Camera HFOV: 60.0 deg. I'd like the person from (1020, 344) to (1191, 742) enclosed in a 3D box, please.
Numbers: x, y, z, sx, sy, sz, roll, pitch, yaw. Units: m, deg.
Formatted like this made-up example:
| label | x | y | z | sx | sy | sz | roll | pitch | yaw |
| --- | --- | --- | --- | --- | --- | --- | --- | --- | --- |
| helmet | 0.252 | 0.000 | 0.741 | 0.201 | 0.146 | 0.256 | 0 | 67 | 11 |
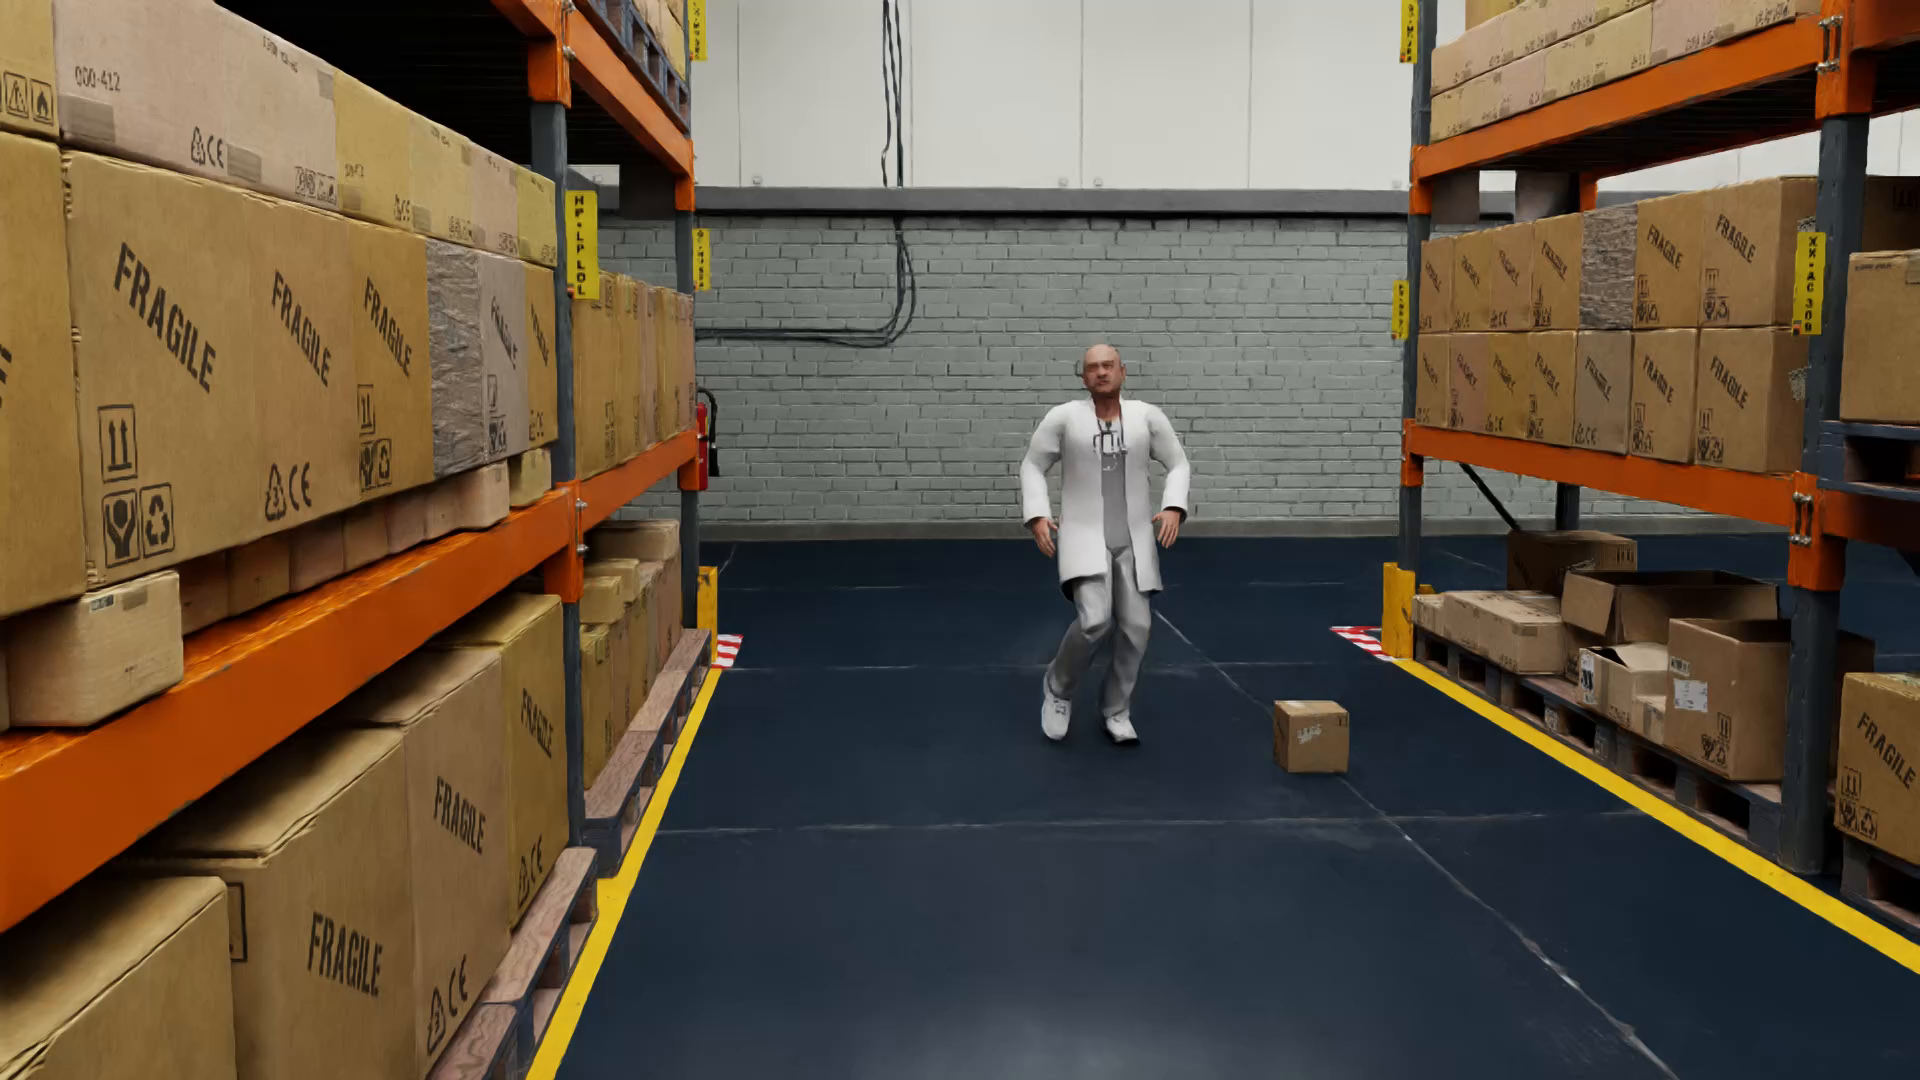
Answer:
| label | x | y | z | sx | sy | sz | roll | pitch | yaw |
| --- | --- | --- | --- | --- | --- | --- | --- | --- | --- |
| person | 0.665 | 0.015 | 7.313 | 0.764 | 1.743 | 0.535 | -2 | 7 | -14 |
